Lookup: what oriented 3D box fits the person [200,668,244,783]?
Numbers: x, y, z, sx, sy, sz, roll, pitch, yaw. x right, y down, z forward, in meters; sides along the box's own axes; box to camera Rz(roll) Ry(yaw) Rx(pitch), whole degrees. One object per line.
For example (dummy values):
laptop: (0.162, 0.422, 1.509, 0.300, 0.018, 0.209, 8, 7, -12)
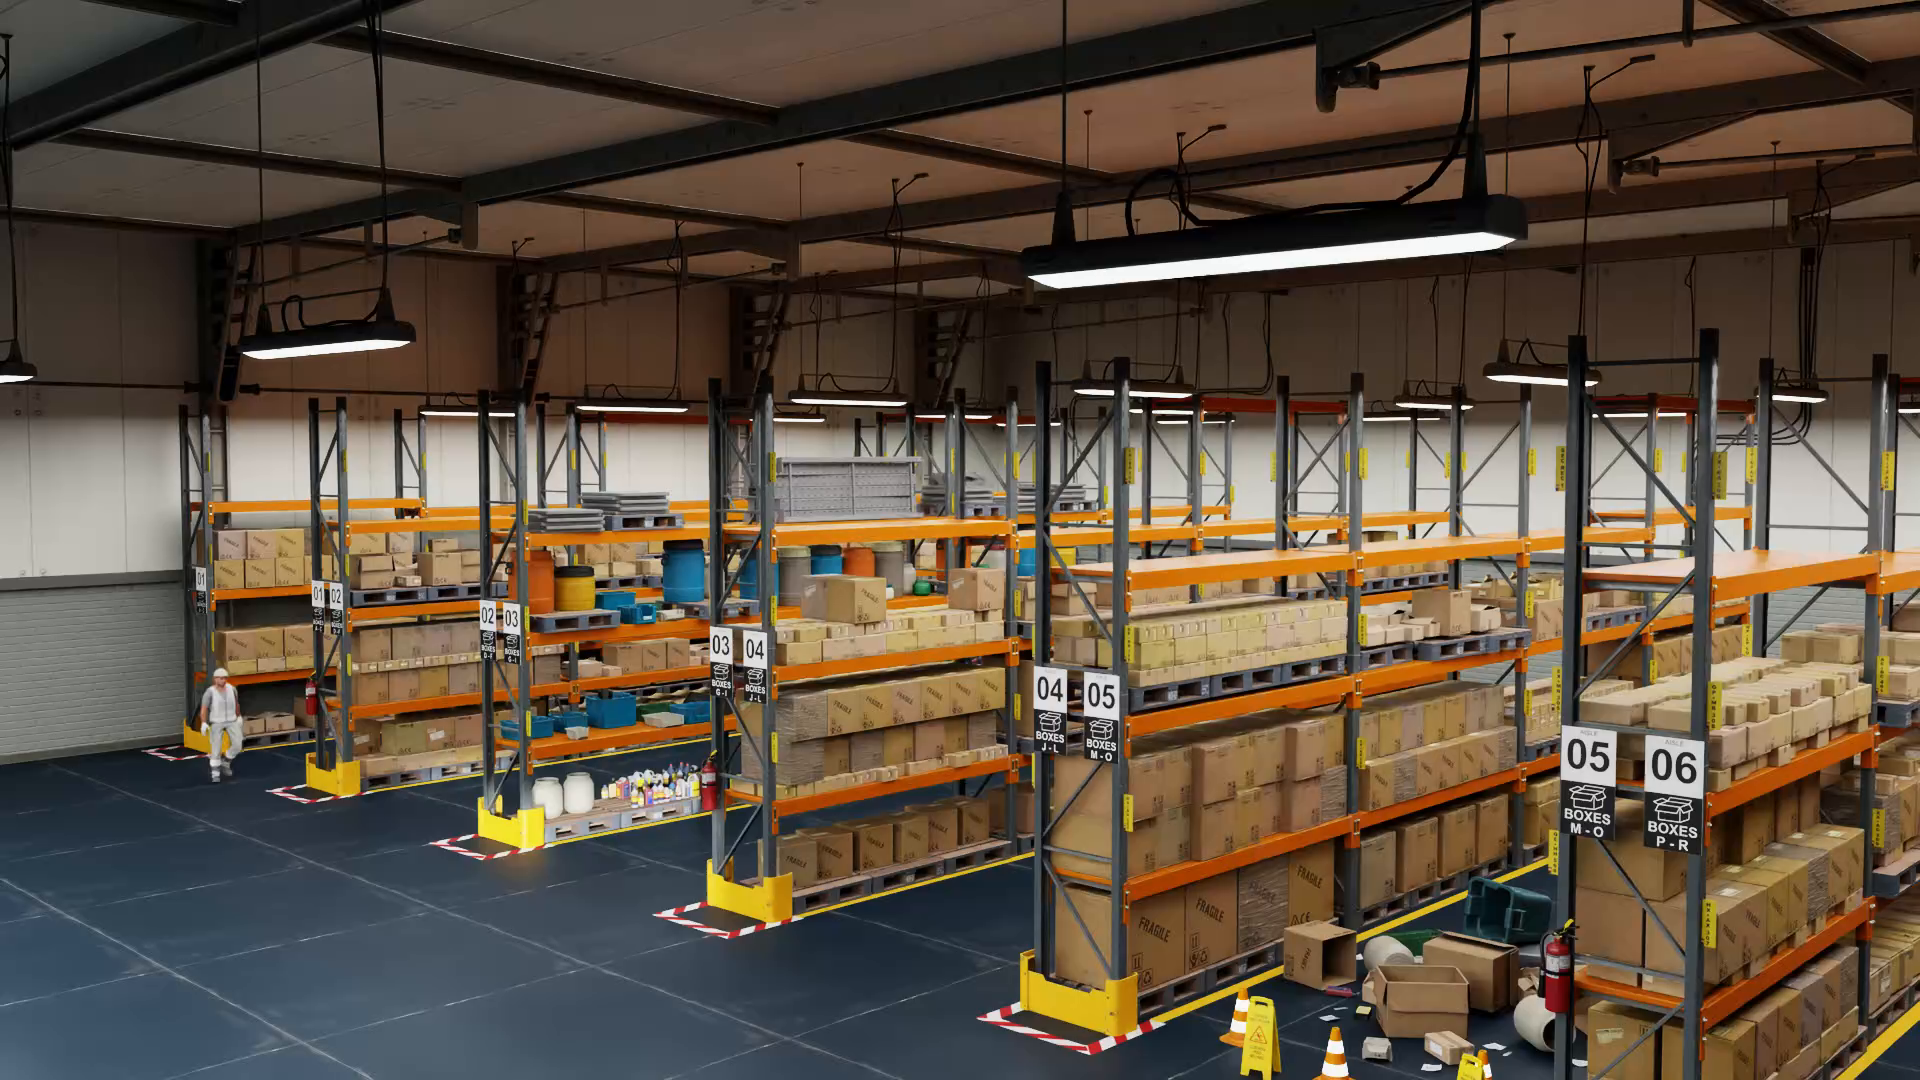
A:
person: (-11.615, 2.898, 26.159, 0.750, 1.788, 0.506, -3, 4, -45)
